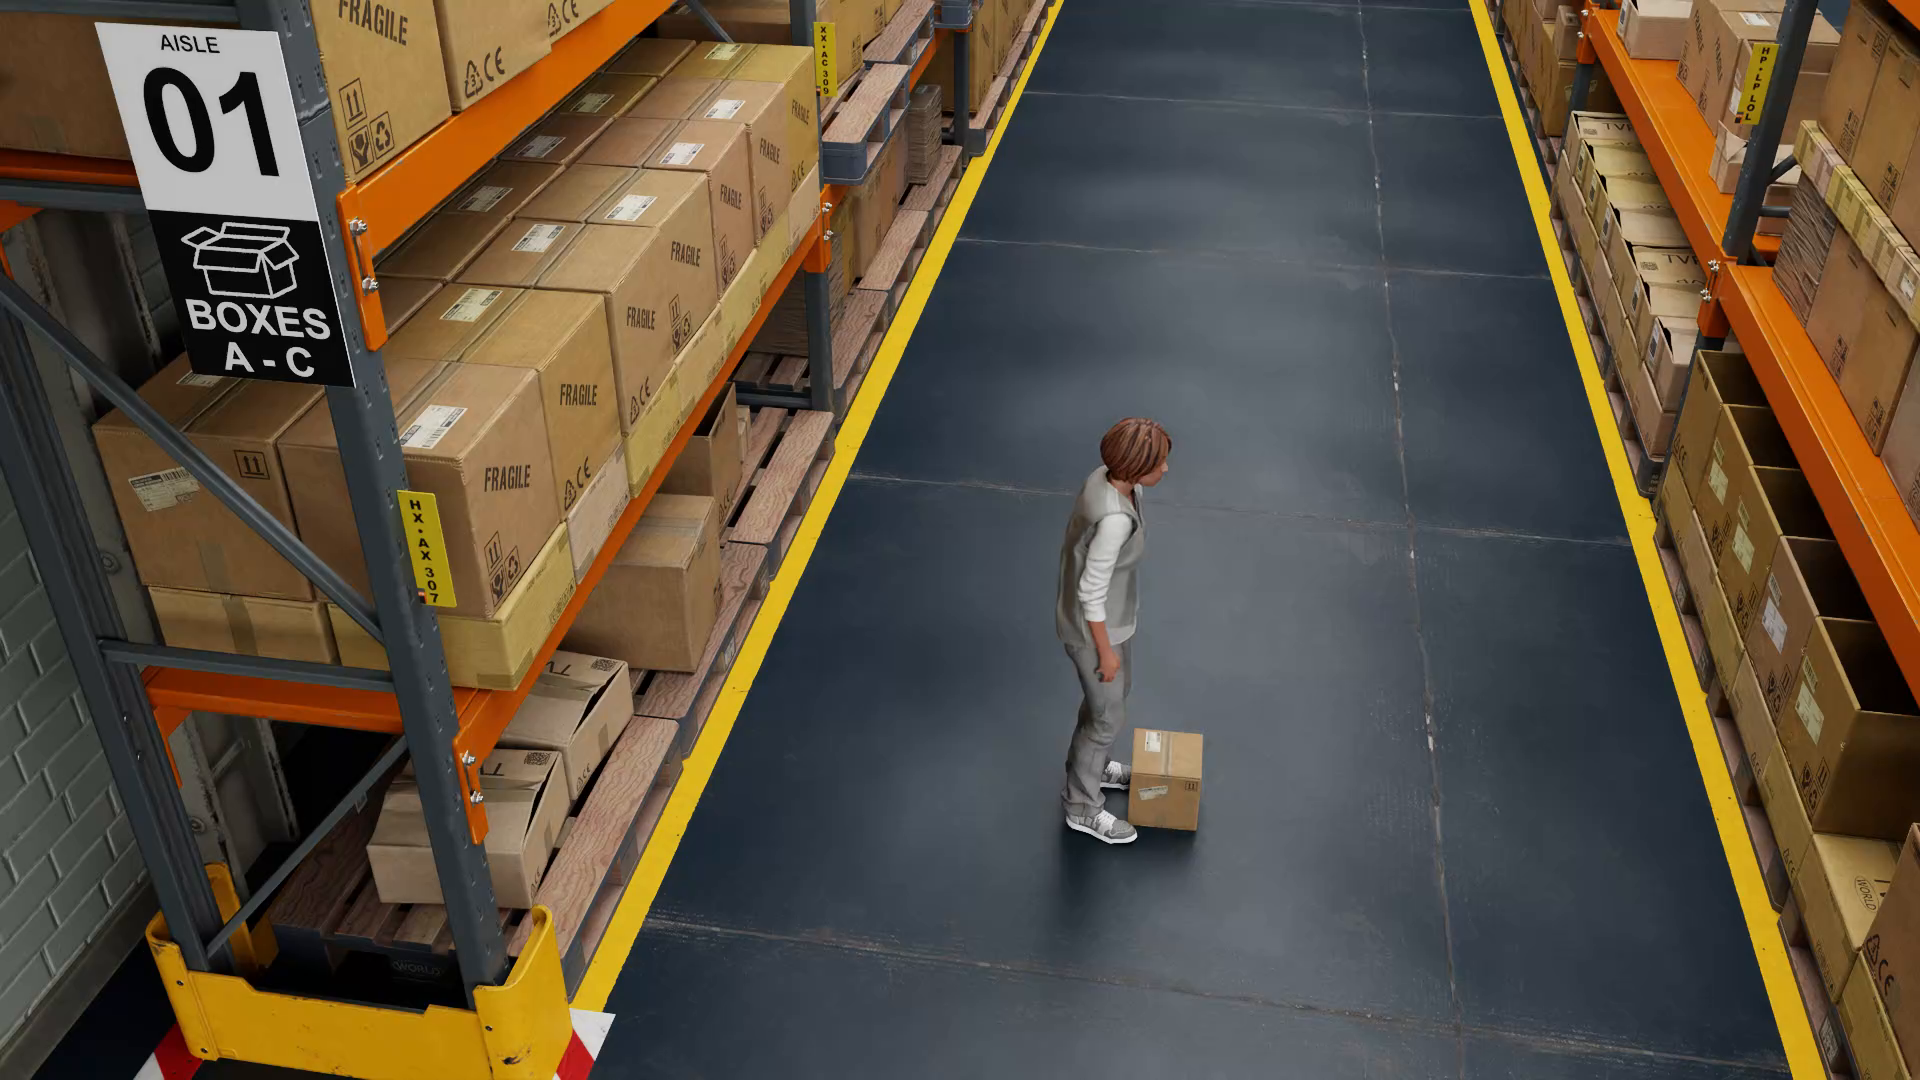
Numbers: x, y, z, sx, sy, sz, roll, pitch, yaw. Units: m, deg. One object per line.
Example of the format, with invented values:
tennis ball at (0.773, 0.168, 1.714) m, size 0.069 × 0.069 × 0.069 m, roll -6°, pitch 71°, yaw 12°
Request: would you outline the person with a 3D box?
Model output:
person at (0.500, 0.291, 5.699) m, size 0.347 × 1.591 × 0.459 m, roll 5°, pitch 33°, yaw 8°
